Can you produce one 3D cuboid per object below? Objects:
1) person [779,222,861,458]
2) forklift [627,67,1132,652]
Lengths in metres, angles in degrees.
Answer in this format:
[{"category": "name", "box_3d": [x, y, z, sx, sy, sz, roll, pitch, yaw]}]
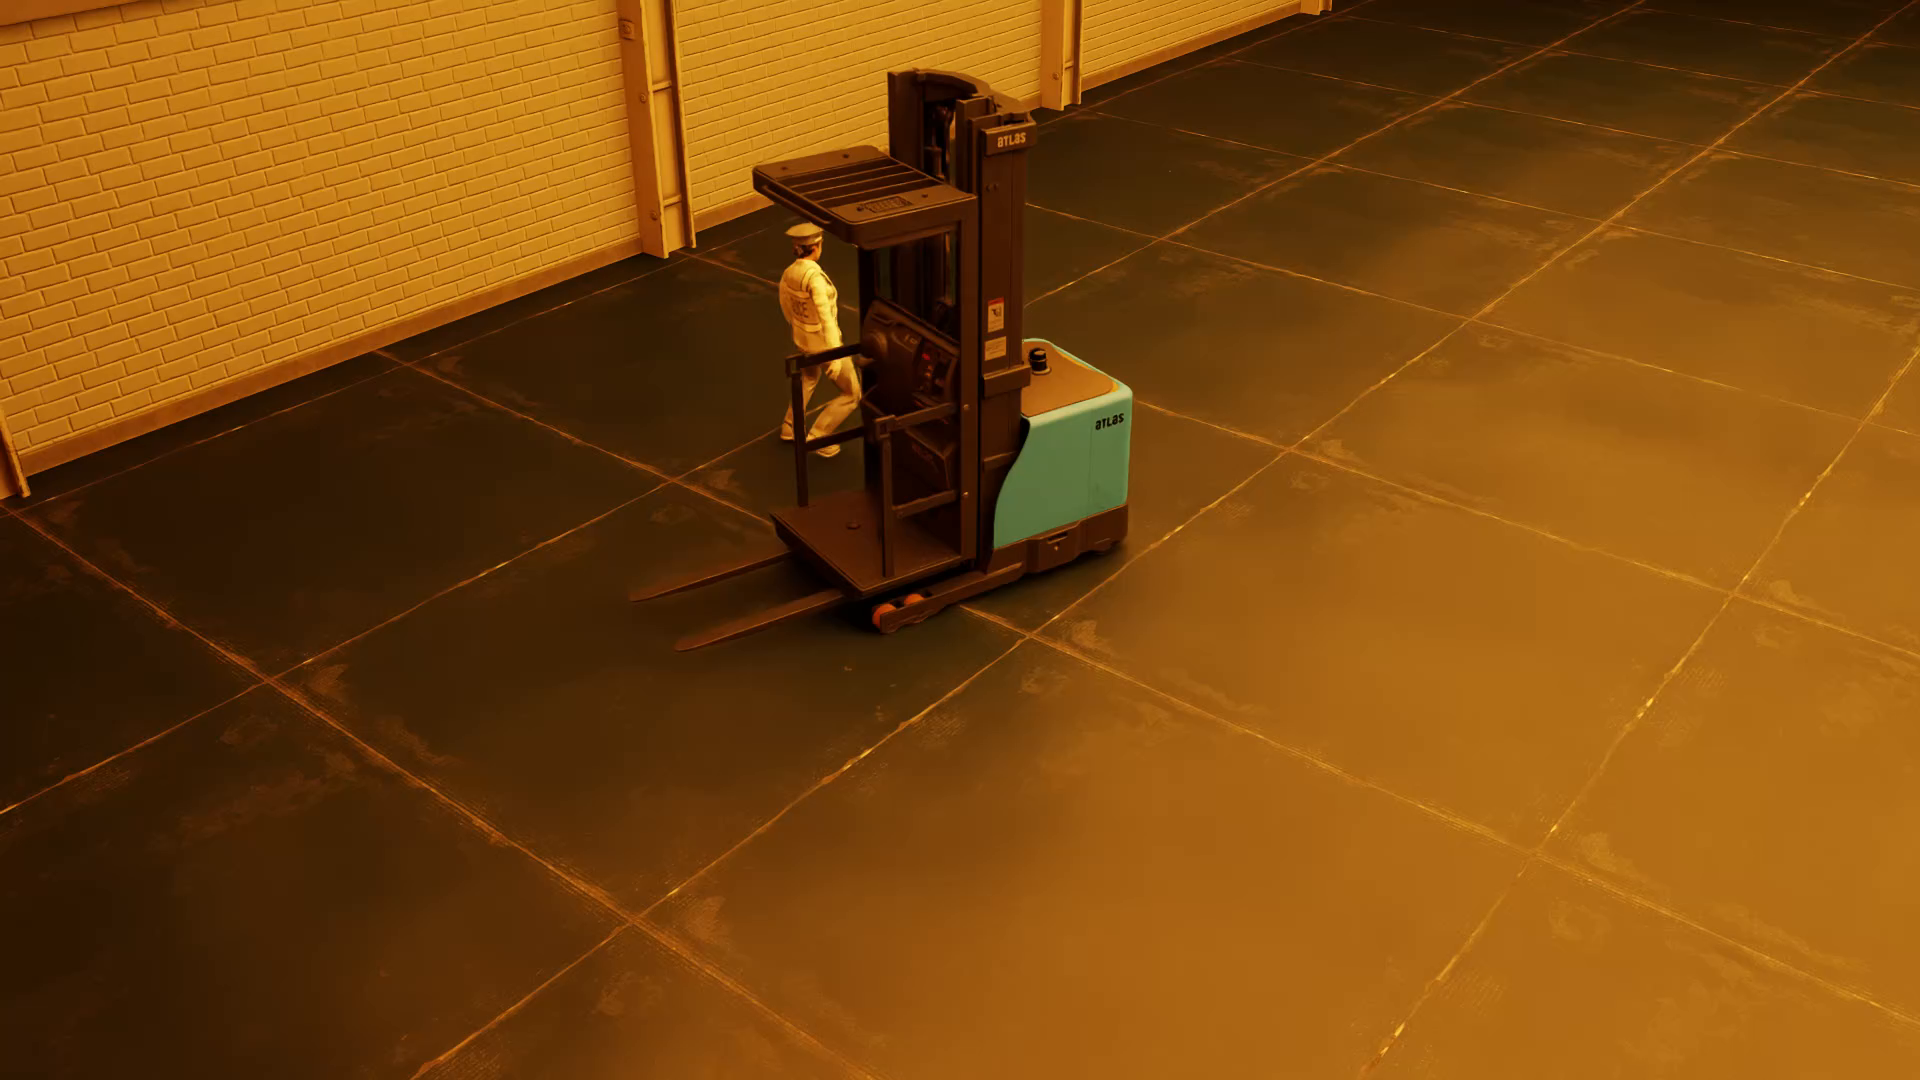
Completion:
[{"category": "person", "box_3d": [-0.970, -1.323, 11.149, 0.460, 1.573, 0.817, -18, 35, -27]}, {"category": "forklift", "box_3d": [-0.462, -1.031, 9.360, 3.031, 2.935, 1.130, -19, 35, -29]}]
